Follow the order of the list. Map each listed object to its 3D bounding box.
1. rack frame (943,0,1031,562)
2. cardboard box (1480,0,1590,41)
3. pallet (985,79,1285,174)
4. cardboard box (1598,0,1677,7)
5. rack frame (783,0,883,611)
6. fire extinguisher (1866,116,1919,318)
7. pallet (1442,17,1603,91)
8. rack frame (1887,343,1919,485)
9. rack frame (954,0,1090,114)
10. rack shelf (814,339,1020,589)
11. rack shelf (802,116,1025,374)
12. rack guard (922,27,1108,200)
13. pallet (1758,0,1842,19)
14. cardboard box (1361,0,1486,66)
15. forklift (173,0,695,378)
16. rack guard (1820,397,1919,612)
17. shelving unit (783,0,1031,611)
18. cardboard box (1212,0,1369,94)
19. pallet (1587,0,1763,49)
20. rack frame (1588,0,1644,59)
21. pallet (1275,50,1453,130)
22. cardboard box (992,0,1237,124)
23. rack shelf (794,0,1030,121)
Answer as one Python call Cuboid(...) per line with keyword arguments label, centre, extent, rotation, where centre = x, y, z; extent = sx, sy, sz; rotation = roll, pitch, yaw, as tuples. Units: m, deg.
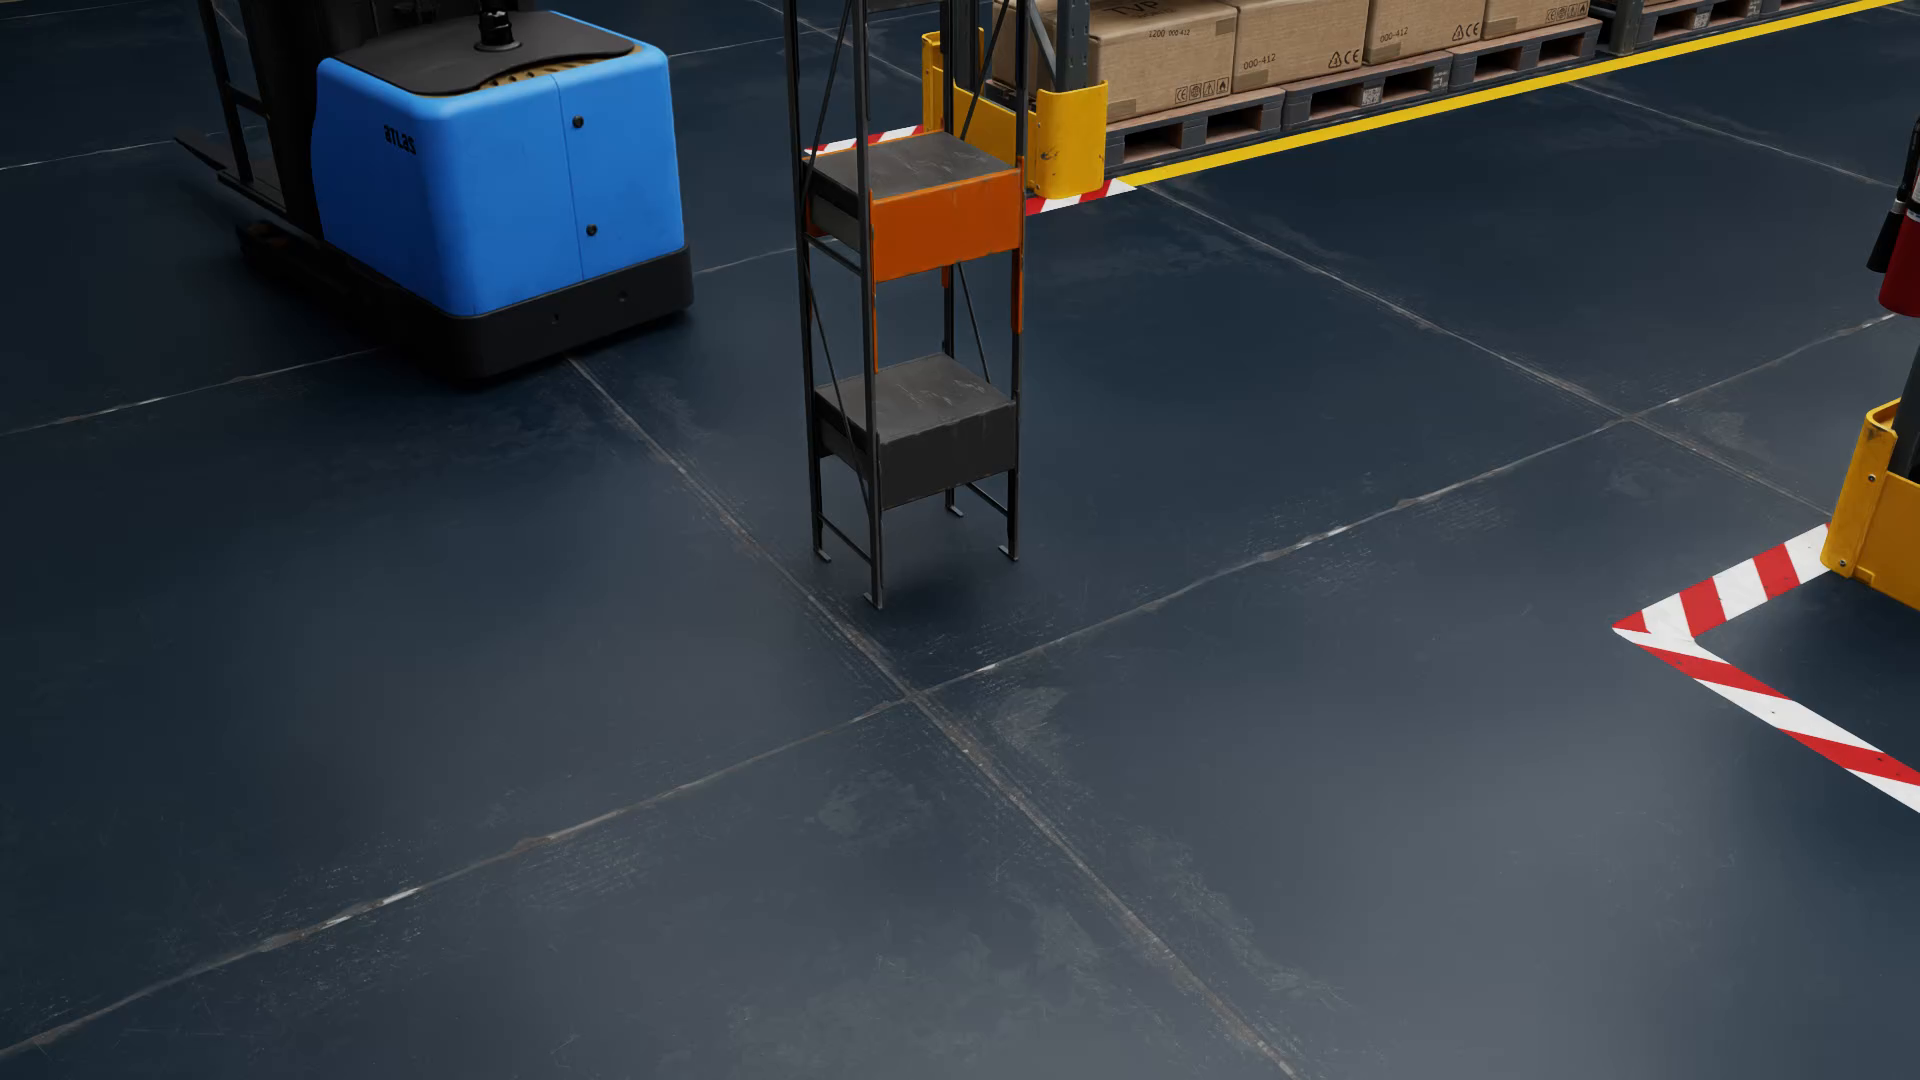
Cuboid(label="rack frame", centre=(0.066, -0.911, 4.726), extent=(0.015, 2.100, 0.400), rotation=(-19, 37, -27))
Cuboid(label="cardboard box", centre=(3.043, -3.281, 9.647), extent=(0.875, 0.438, 0.875), rotation=(-20, 37, -28))
Cuboid(label="pallet", centre=(0.896, -2.251, 8.620), extent=(1.213, 0.211, 1.003), rotation=(-19, 37, -27))
Cuboid(label="cardboard box", centre=(4.106, -3.814, 10.083), extent=(0.875, 0.875, 0.875), rotation=(-18, 36, -26))
Cuboid(label="rack frame", centre=(-0.344, -0.770, 4.502), extent=(0.015, 2.100, 0.400), rotation=(-19, 37, -27))
Cuboid(label="fire extinguisher", centre=(2.572, -0.917, 4.314), extent=(0.183, 0.674, 0.296), rotation=(-19, 37, -27))
Cuboid(label="pallet", centre=(2.947, -2.956, 9.738), extent=(1.213, 0.211, 1.003), rotation=(-19, 37, -27))
Cuboid(label="rack frame", centre=(3.034, -0.973, 3.981), extent=(0.127, 3.000, 1.000), rotation=(-19, 37, -27))
Cuboid(label="rack frame", centre=(0.267, -3.164, 7.454), extent=(0.127, 3.000, 1.000), rotation=(-19, 37, -27))
Cuboid(label="rack shelf", centre=(-0.139, -0.237, 4.995), extent=(0.480, 0.518, 0.431), rotation=(-19, 37, -27))
Cuboid(label="rack shelf", centre=(-0.139, -0.829, 4.621), extent=(0.480, 0.518, 0.431), rotation=(-19, 37, -27))
Cuboid(label="rack guard", centre=(0.246, -2.100, 8.110), extent=(0.348, 0.500, 1.175), rotation=(-19, 37, -27))
Cuboid(label="pallet", centre=(5.263, -3.752, 11.001), extent=(1.213, 0.211, 1.003), rotation=(-19, 37, -27))
Cuboid(label="cardboard box", centre=(2.291, -3.022, 9.236), extent=(0.875, 0.438, 0.875), rotation=(-20, 37, -29))
Cuboid(label="forklift", centre=(-2.442, -2.519, 6.495), extent=(1.130, 2.935, 3.031), rotation=(-27, 41, -36))
Cuboid(label="rack guard", centre=(3.097, 0.062, 4.683), extent=(0.348, 0.500, 1.175), rotation=(-19, 37, -27))
Cuboid(label="shelving unit", centre=(-0.139, -0.840, 4.614), extent=(0.503, 2.100, 0.431), rotation=(-19, 37, -27))
Cuboid(label="cardboard box", centre=(1.532, -2.762, 8.824), extent=(0.875, 0.438, 0.875), rotation=(-18, 36, -26))
Cuboid(label="pallet", centre=(4.236, -3.398, 10.438), extent=(1.213, 0.211, 1.003), rotation=(-19, 37, -27))
Cuboid(label="rack frame", centre=(3.629, -4.320, 9.287), extent=(0.127, 3.000, 1.000), rotation=(-19, 37, -27))
Cuboid(label="pallet", centre=(1.921, -2.601, 9.176), extent=(1.213, 0.211, 1.003), rotation=(-19, 37, -27))
Cuboid(label="cardboard box", centre=(0.767, -2.493, 8.399), extent=(0.875, 0.438, 0.875), rotation=(-20, 38, -29))
Cuboid(label="rack shelf", centre=(-0.139, -1.421, 4.248), extent=(0.480, 0.518, 0.431), rotation=(-19, 37, -27))
